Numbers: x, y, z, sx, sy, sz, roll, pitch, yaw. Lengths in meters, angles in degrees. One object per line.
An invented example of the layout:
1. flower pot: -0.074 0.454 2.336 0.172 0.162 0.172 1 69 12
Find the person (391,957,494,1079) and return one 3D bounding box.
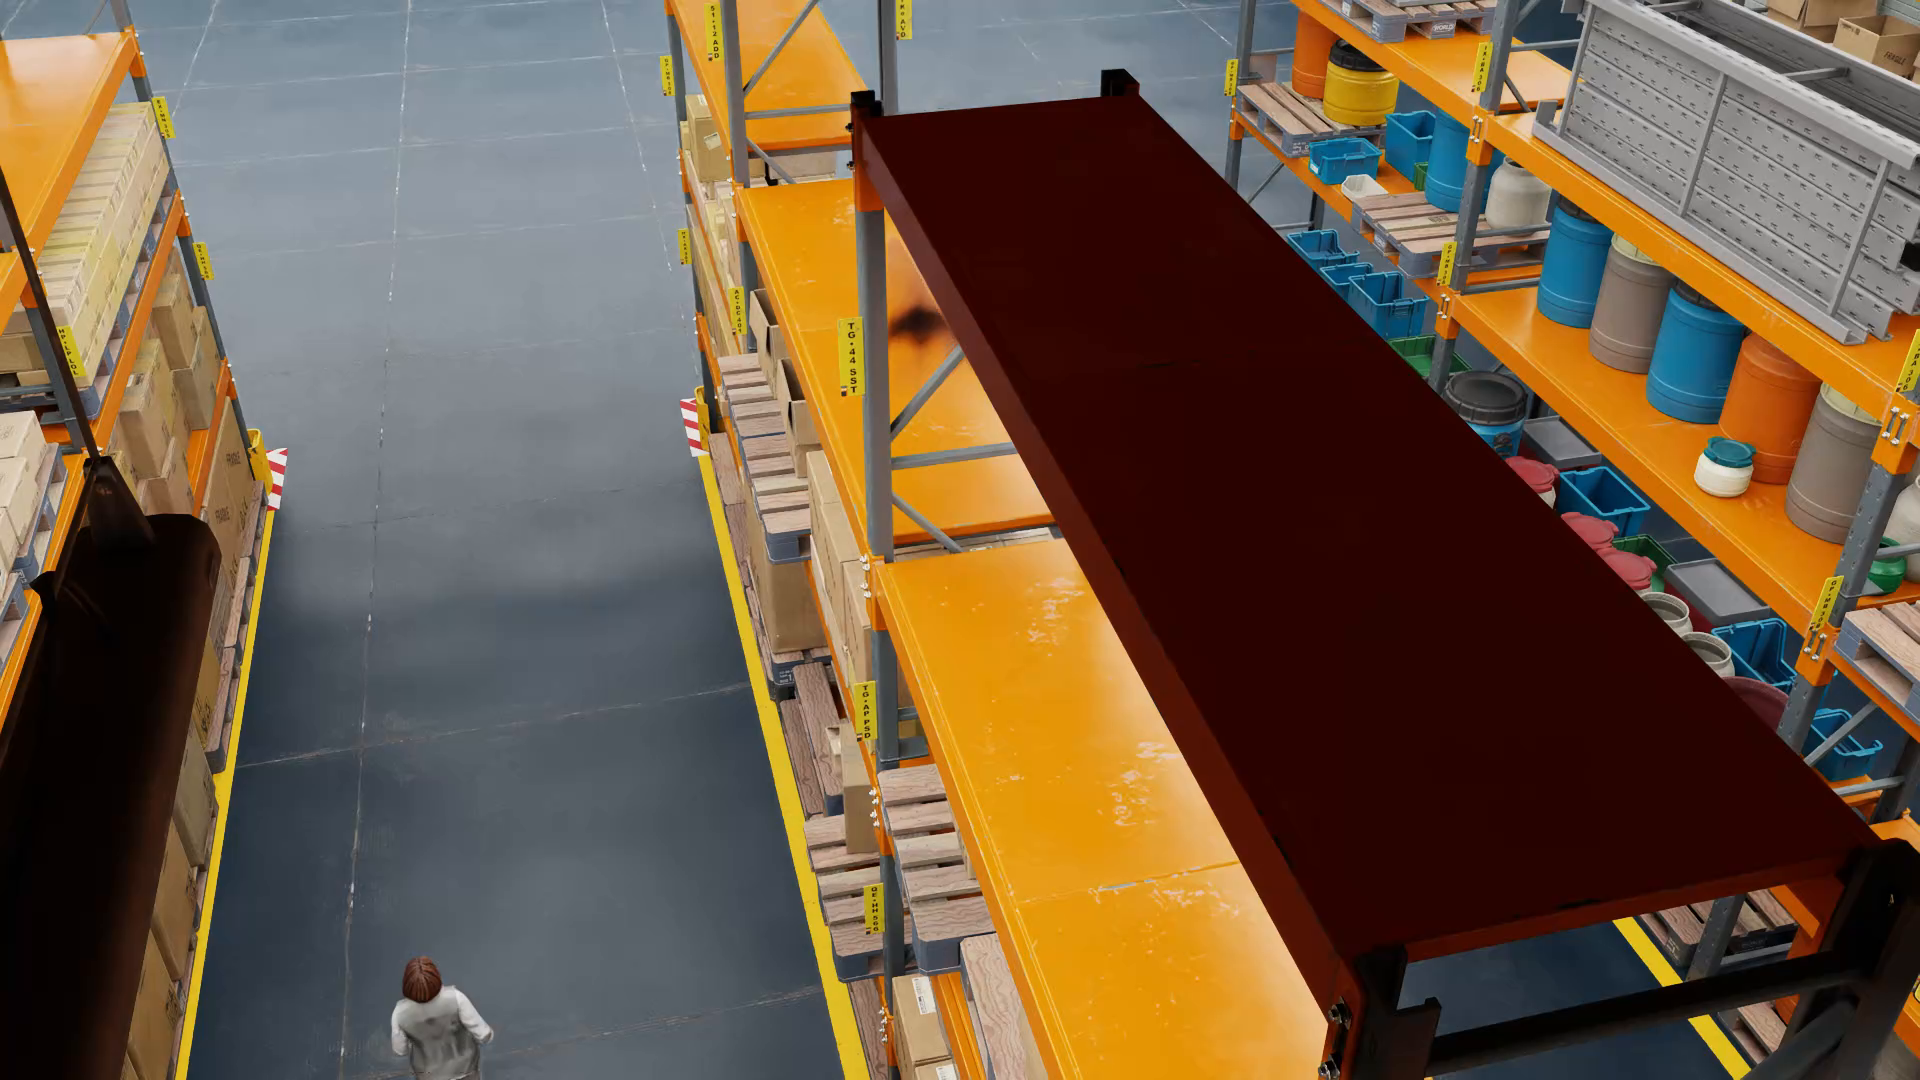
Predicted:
1. person: -2.696 2.718 8.768 0.503 1.539 0.493 -12 36 -17
